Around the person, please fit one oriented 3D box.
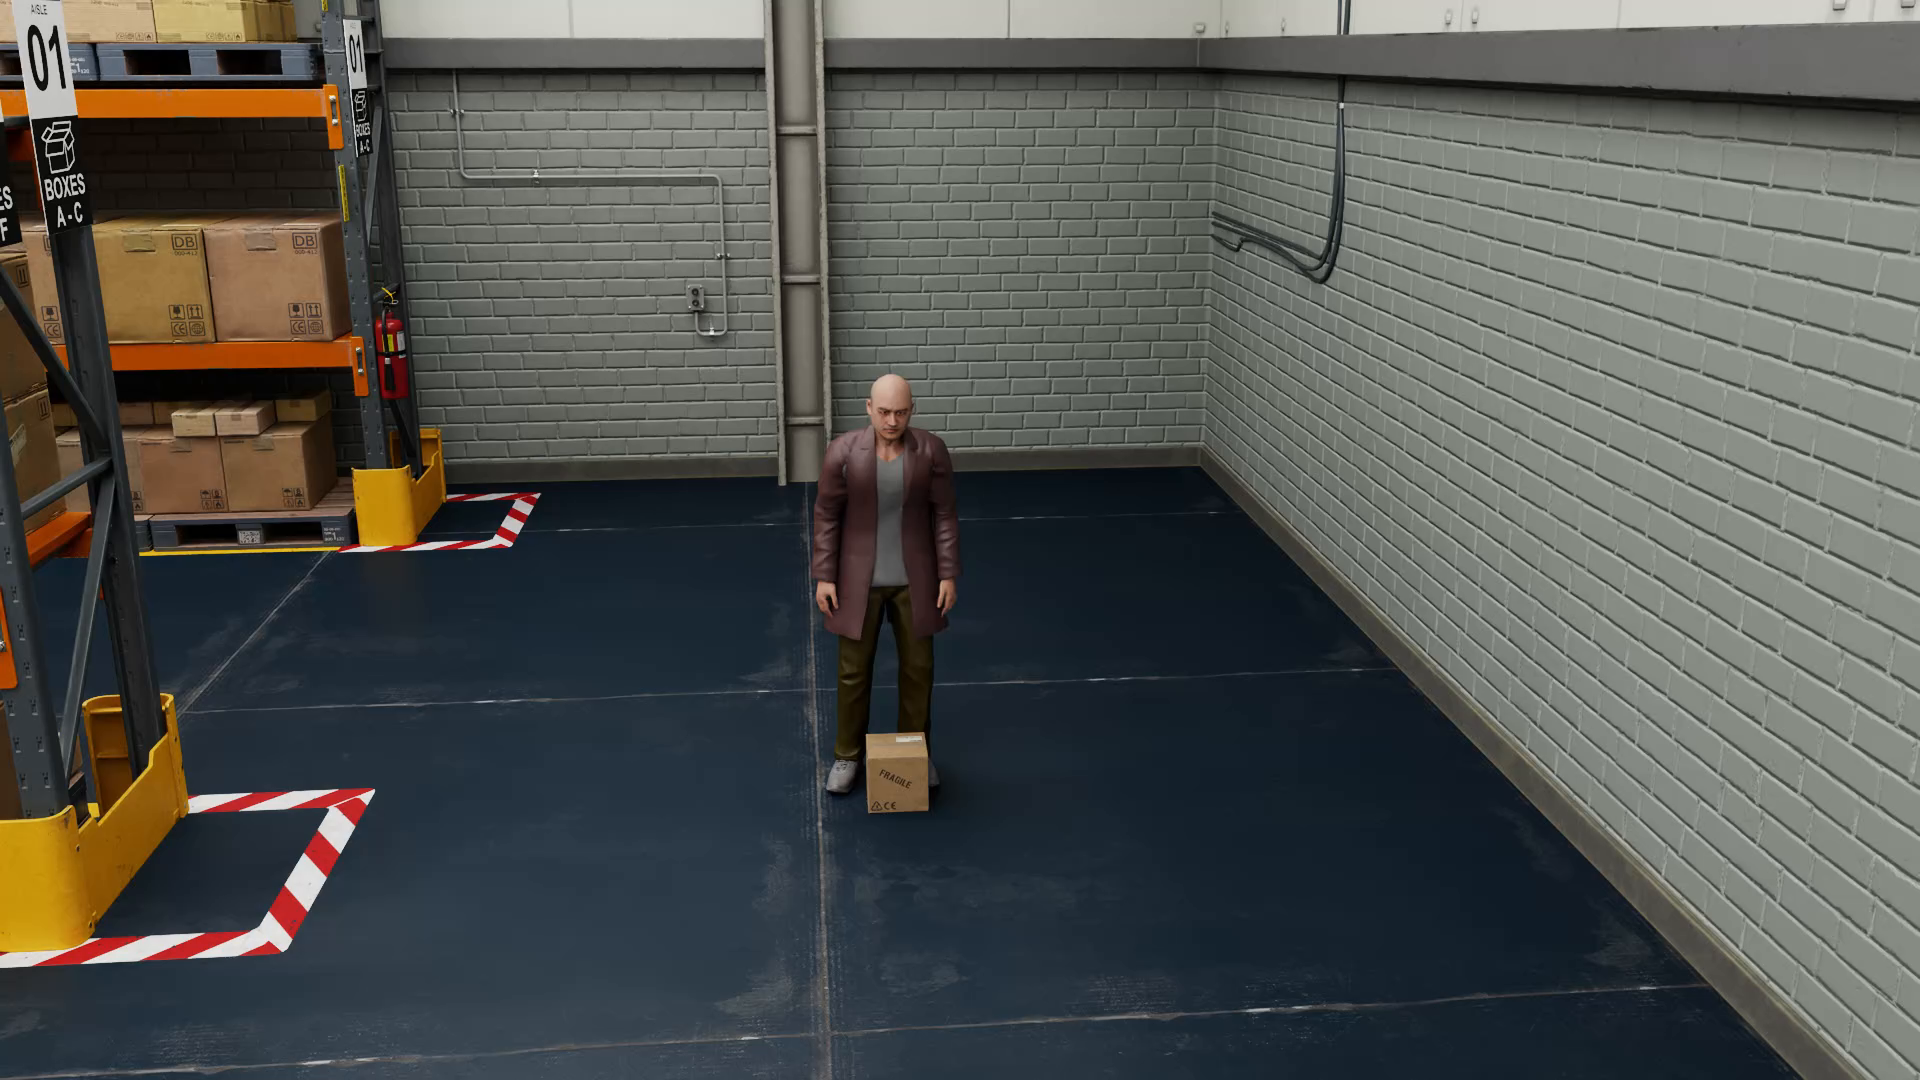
[{"bbox_3d":[-0.306,0.173,6.982,0.641,1.773,0.427,-2,17,-6],"label":"person"}]
